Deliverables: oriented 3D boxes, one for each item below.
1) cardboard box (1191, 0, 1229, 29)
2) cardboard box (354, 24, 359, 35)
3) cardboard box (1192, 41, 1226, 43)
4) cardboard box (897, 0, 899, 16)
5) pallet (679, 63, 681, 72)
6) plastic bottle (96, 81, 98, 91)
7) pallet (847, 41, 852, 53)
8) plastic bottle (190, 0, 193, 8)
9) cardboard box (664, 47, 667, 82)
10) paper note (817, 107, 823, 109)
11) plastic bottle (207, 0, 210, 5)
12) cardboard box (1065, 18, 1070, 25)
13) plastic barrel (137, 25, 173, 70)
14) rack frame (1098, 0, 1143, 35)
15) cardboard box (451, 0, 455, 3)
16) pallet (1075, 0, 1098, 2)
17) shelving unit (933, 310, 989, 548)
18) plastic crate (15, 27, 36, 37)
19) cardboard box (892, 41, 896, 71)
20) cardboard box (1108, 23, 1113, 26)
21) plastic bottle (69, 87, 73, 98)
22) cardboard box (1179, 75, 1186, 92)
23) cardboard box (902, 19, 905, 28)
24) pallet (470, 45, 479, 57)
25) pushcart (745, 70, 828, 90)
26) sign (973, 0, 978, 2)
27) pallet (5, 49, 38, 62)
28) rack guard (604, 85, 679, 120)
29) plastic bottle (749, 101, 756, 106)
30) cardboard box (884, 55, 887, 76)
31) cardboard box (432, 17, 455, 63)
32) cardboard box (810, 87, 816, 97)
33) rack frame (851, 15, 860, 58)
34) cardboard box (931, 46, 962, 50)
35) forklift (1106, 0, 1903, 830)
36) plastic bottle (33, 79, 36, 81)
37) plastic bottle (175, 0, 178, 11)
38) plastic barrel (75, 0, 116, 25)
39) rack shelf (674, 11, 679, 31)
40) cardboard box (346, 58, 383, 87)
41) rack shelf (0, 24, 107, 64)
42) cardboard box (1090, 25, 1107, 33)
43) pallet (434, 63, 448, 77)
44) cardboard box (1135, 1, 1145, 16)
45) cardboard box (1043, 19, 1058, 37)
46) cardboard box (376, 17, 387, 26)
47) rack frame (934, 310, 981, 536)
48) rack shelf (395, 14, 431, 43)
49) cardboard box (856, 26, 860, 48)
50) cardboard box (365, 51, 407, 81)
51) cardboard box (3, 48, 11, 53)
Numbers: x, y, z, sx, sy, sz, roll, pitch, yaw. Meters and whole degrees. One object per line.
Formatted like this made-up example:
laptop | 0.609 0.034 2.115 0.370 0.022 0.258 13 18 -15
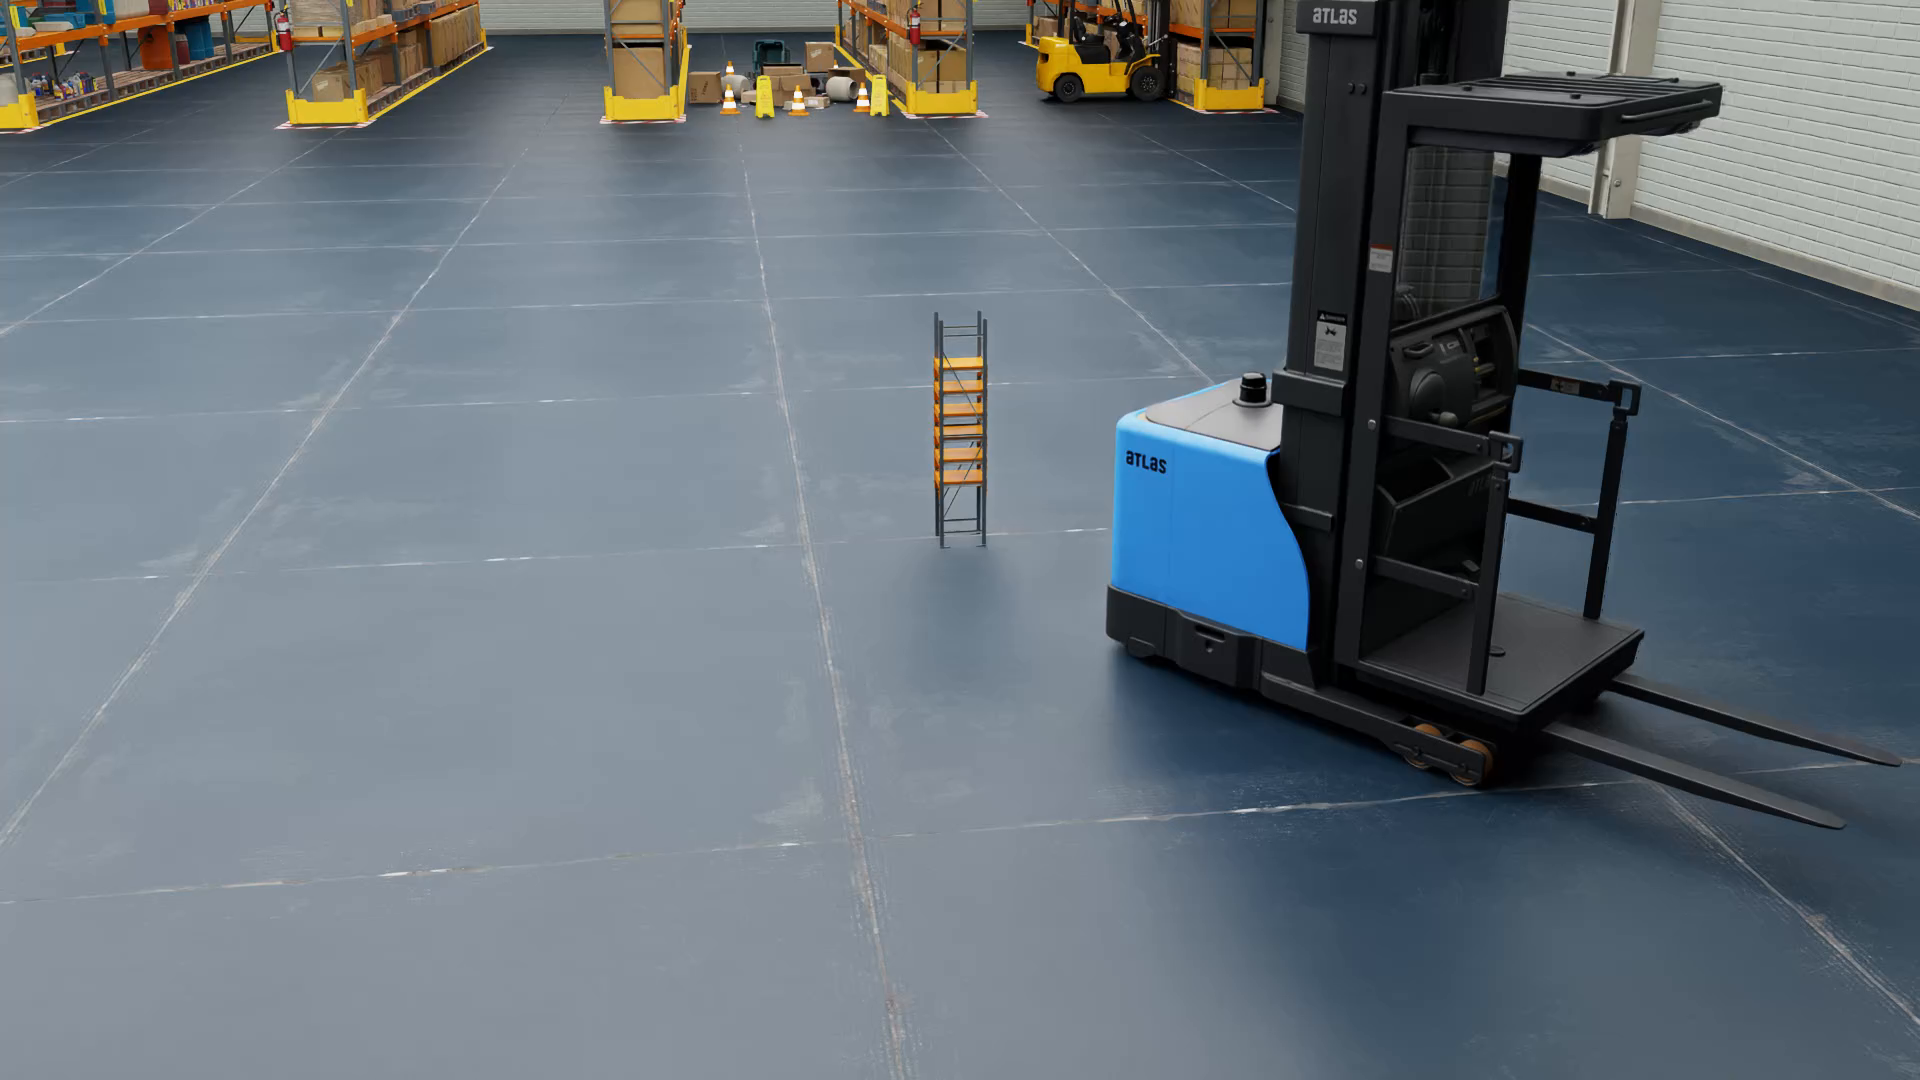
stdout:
cardboard box | 4.283 -9.044 28.501 0.500 0.500 0.500 -3 21 -9
cardboard box | -9.947 -8.256 26.894 0.380 0.149 0.250 -3 21 -8
cardboard box | 4.528 -8.917 30.205 0.500 0.250 0.500 -3 21 -9
cardboard box | -0.839 -9.472 29.222 0.500 0.500 0.500 -3 21 -7
pallet | -6.446 -10.038 35.290 1.003 0.211 1.213 -3 21 -8
plastic bottle | -15.221 -8.009 29.243 0.097 0.201 0.097 0 20 0
pallet | -2.238 -12.127 40.885 1.003 0.211 1.213 -3 21 -8
plastic bottle | -16.120 -11.287 34.720 0.144 0.351 0.185 -3 21 -8
cardboard box | -5.603 -8.357 29.240 0.875 0.875 0.875 -3 21 -7
paper note | -2.403 -7.424 28.551 0.148 0.019 0.142 -11 23 -26
plastic bottle | -16.306 -11.689 35.902 0.152 0.276 0.135 -3 21 -8
cardboard box | 2.673 -12.187 39.104 0.380 0.149 0.250 -2 21 -5
plastic barrel | -16.246 -9.957 33.590 0.600 0.830 0.708 -3 21 -8
rack frame | 3.461 -11.610 35.514 1.000 3.000 0.127 -3 21 -8
cardboard box | -11.496 -12.142 36.796 0.500 0.500 0.500 -3 21 -8
pallet | 3.176 -12.193 37.349 1.003 0.211 1.213 -3 21 -8
shelving unit | 0.002 -0.557 8.493 0.258 1.200 0.189 -3 21 -8
plastic crate | -14.816 -8.041 26.336 0.298 0.136 0.250 -3 21 -8
cardboard box | -0.967 -8.831 30.330 0.500 0.500 0.500 -2 21 -6
cardboard box | 3.534 -11.498 37.259 0.380 0.149 0.250 -3 21 -9
plastic bottle | -15.036 -7.565 28.054 0.097 0.201 0.097 0 20 0
cardboard box | 4.171 -8.068 29.360 0.500 0.250 0.500 -3 21 -8
cardboard box | -0.792 -8.849 28.481 0.380 0.149 0.250 -3 21 -7
pallet | -12.045 -11.628 39.546 1.003 0.211 1.213 -3 21 -8
pushcart | -3.123 -8.613 31.236 1.648 0.377 0.936 -11 23 -26
sign | 0.240 -9.021 27.346 0.100 0.325 0.005 -3 21 -8
pallet | -21.914 -11.100 38.134 1.003 0.211 1.213 -3 21 -8
rack guard | -5.178 -7.124 27.077 1.175 0.500 0.348 -3 21 -8
plastic bottle | -3.603 -7.656 29.128 0.133 0.061 0.283 -11 23 -26
cardboard box | -0.952 -9.121 32.004 0.950 0.372 0.625 -3 21 -7
cardboard box | -11.457 -10.609 35.270 1.225 0.875 0.875 -3 21 -8
cardboard box | -2.880 -8.302 30.565 0.396 0.266 0.258 17 27 39
rack frame | -2.027 -12.743 38.548 1.000 3.000 0.127 -3 21 -8
cardboard box | -0.224 -8.331 28.991 0.500 0.500 0.500 -4 21 -10
forklift | 2.061 -0.656 6.284 3.031 2.935 1.130 19 27 40
plastic bottle | -15.791 -7.737 28.415 0.097 0.271 0.097 0 20 0
plastic bottle | -15.967 -10.877 33.728 0.152 0.276 0.135 -3 21 -8
plastic barrel | -15.338 -9.608 29.436 0.600 0.901 0.708 -3 21 -8
rack shelf | -6.046 -10.044 32.350 1.077 0.370 4.000 -3 21 -8
cardboard box | -10.662 -8.359 29.781 0.500 0.500 0.500 -4 21 -9
rack shelf | -15.293 -8.194 27.397 1.077 0.370 4.000 -3 21 -8
cardboard box | 3.069 -11.191 36.437 0.380 0.149 0.250 -4 21 -11
pallet | -11.296 -9.829 34.731 1.003 0.211 1.213 -3 21 -8
cardboard box | 3.706 -10.316 32.264 0.500 0.250 0.500 -2 21 -7
cardboard box | 2.364 -12.703 41.413 0.500 0.500 0.500 -3 21 -7
cardboard box | -10.209 -9.039 28.988 0.380 0.149 0.250 -3 21 -8
rack frame | -0.011 -0.589 8.578 0.240 1.200 0.006 -3 21 -8
rack shelf | -10.969 -9.829 31.774 1.077 0.370 4.000 -3 21 -8
cardboard box | -2.011 -11.962 39.519 0.875 0.438 0.875 -3 21 -9
cardboard box | -10.798 -8.888 31.171 0.700 0.500 0.500 -3 21 -8
cardboard box | -21.618 -11.079 37.513 0.380 0.166 0.250 -3 21 -8
